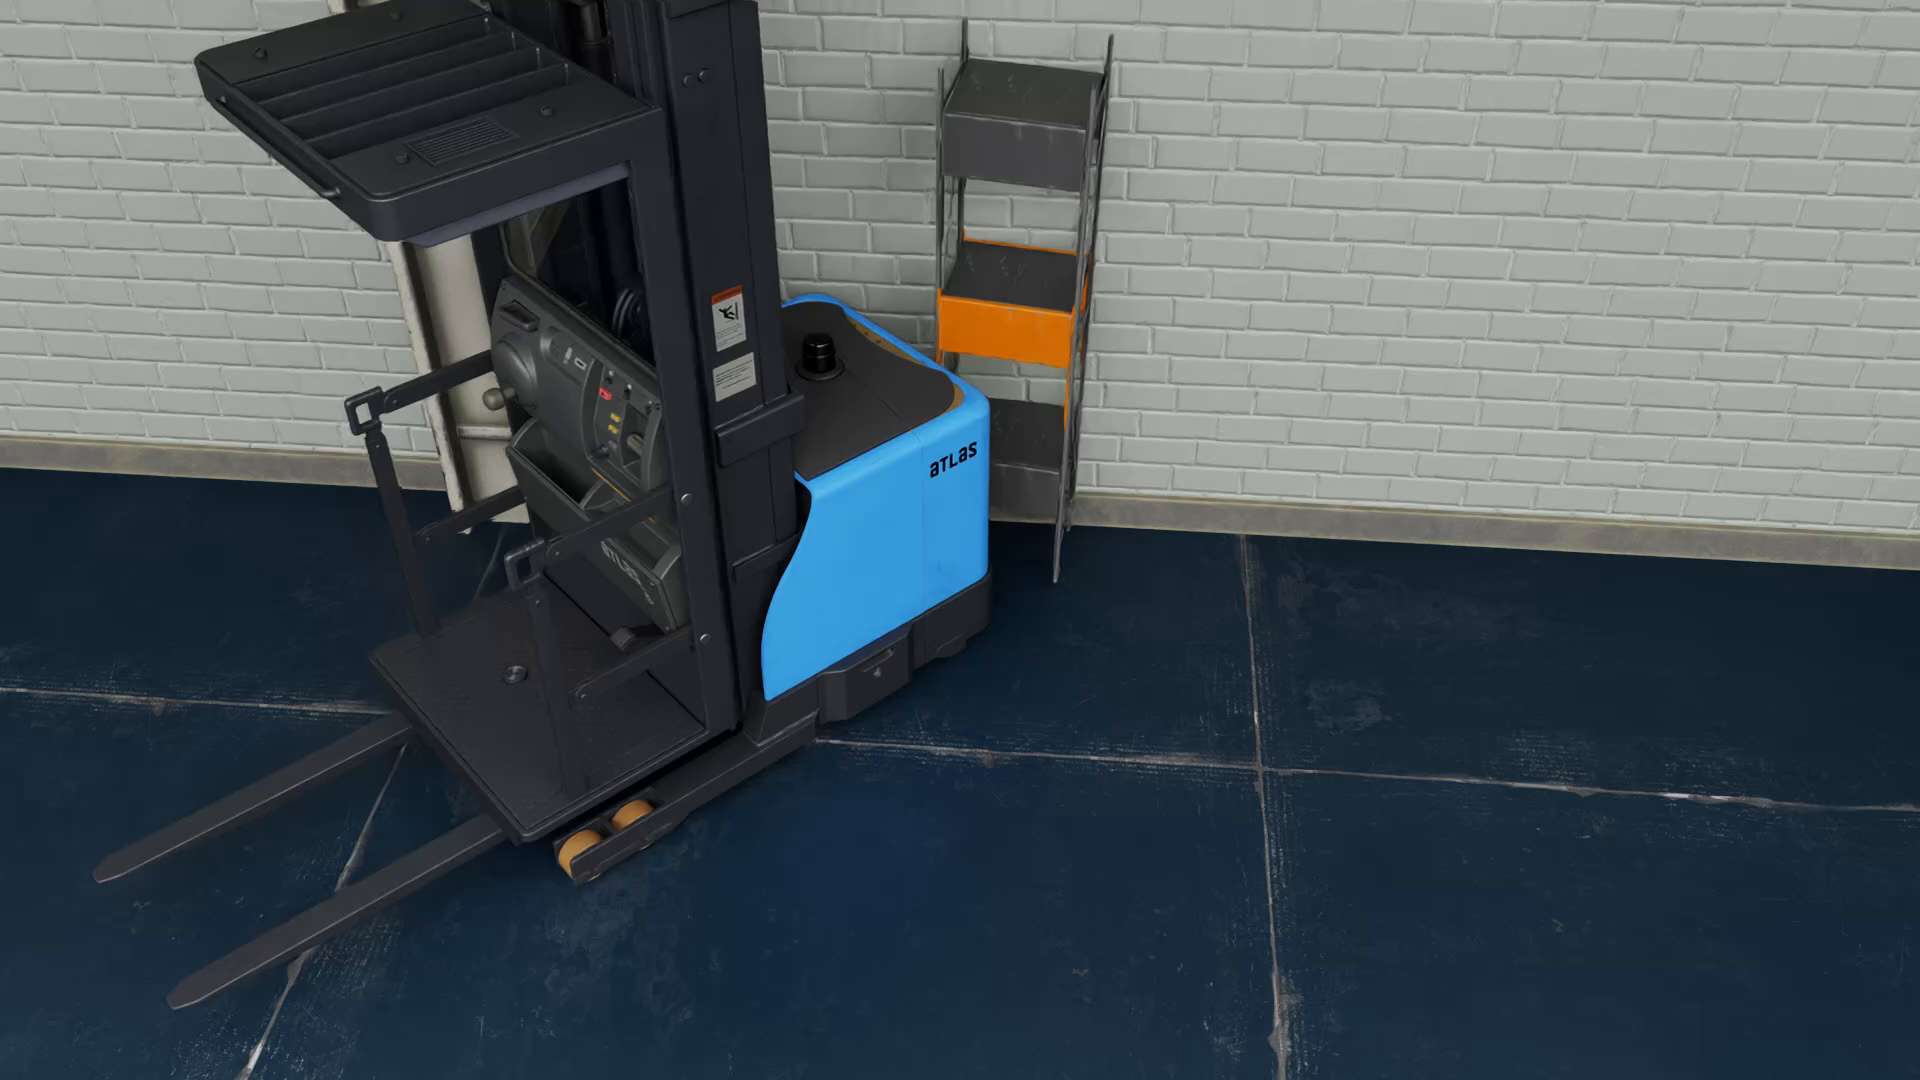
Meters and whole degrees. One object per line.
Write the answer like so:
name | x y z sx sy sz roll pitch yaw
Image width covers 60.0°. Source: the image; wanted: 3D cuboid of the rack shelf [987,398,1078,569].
rack shelf | 0.183 -0.249 6.495 0.480 0.518 0.431 9 43 8

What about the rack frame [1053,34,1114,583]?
rack frame | 0.435 -0.741 5.983 0.015 2.100 0.400 9 43 8

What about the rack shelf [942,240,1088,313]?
rack shelf | 0.198 -0.870 5.935 0.457 0.174 0.368 9 43 8

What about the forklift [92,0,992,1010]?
forklift | -1.325 -0.408 4.929 3.031 2.935 1.130 -29 47 -31

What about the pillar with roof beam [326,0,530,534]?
pillar with roof beam | -2.216 -0.897 0.723 0.400 9.000 9.100 3 39 4

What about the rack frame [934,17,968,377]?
rack frame | -0.042 -0.816 6.053 0.015 2.100 0.400 9 43 8

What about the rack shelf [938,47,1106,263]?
rack shelf | 0.209 -1.289 5.559 0.480 0.518 0.431 9 43 8

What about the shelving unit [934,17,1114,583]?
shelving unit | 0.196 -0.779 6.018 0.503 2.100 0.431 9 43 8
